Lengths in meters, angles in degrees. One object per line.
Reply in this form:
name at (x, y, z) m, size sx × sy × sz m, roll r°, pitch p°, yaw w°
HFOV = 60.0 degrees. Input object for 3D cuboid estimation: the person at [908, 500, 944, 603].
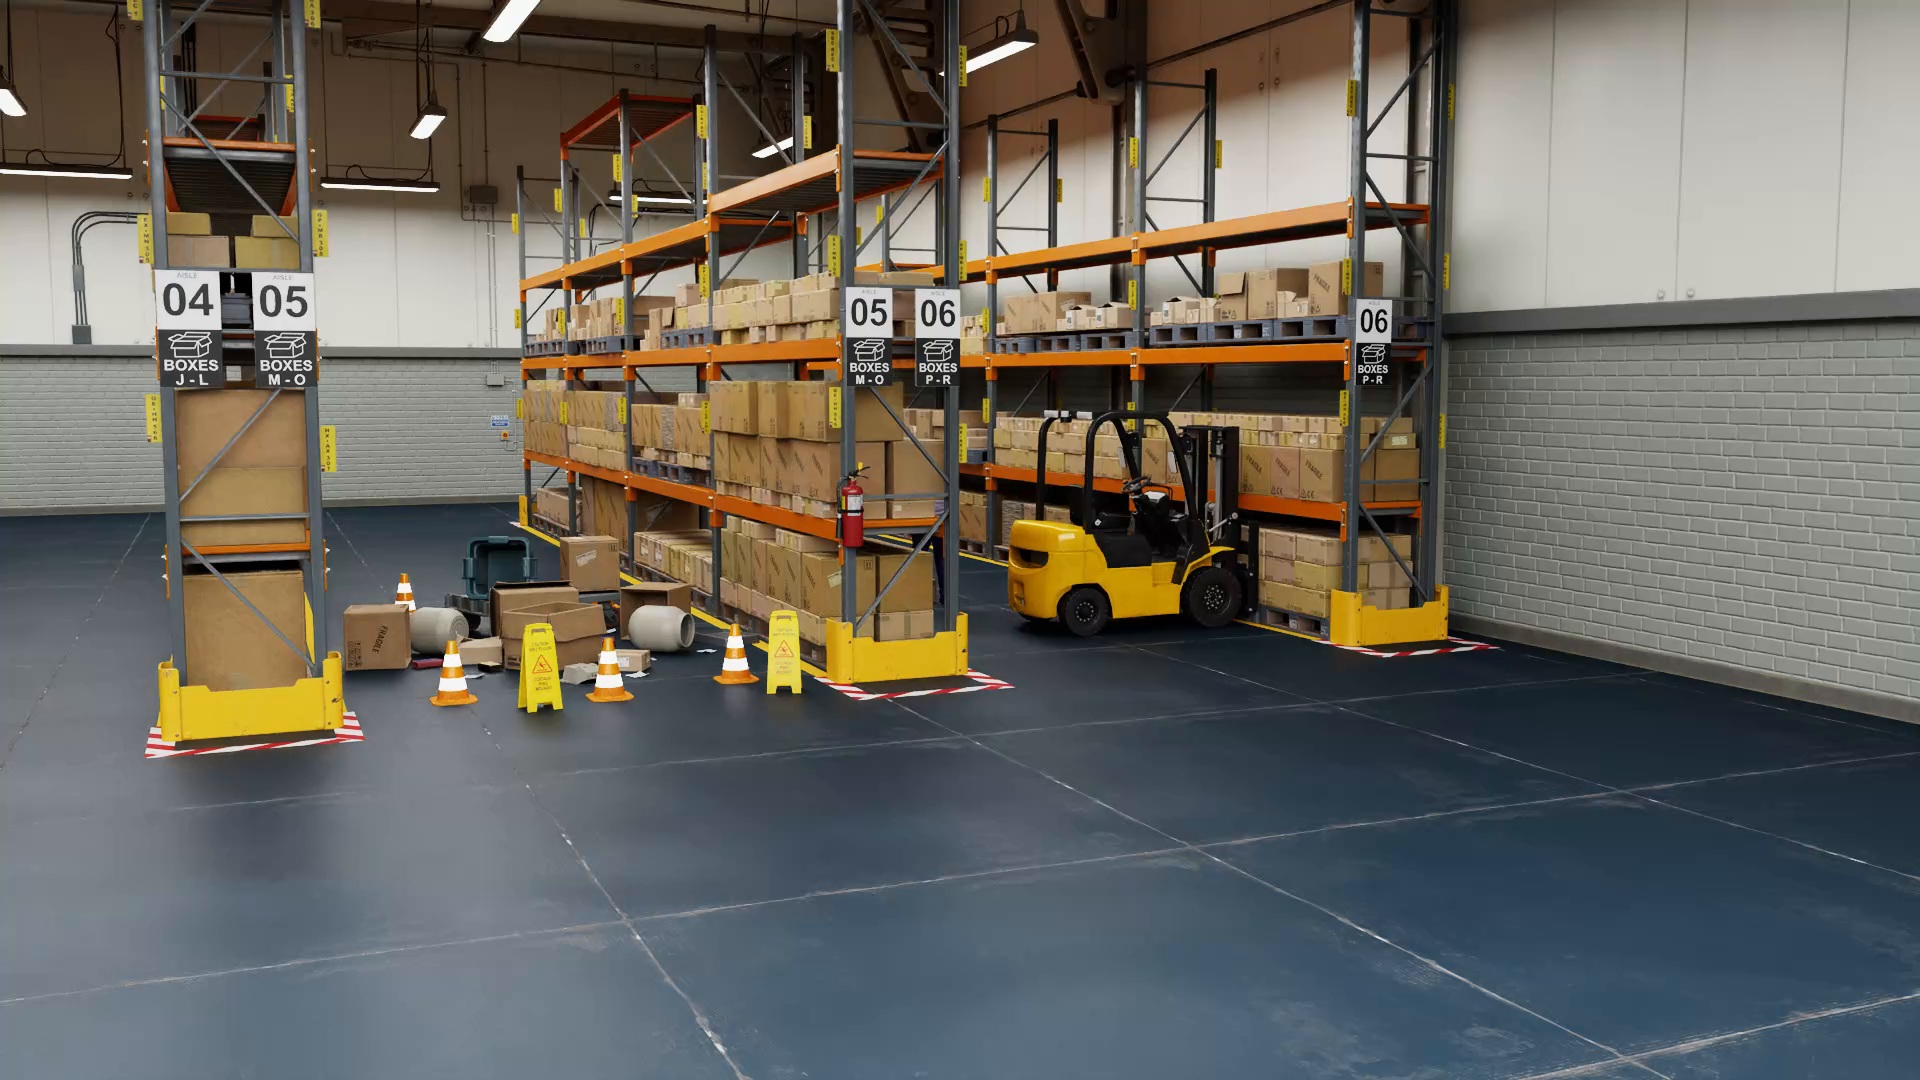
person at (-0.322, -0.114, 18.234) m, size 0.537 × 1.651 × 0.371 m, roll -3°, pitch 6°, yaw -25°
